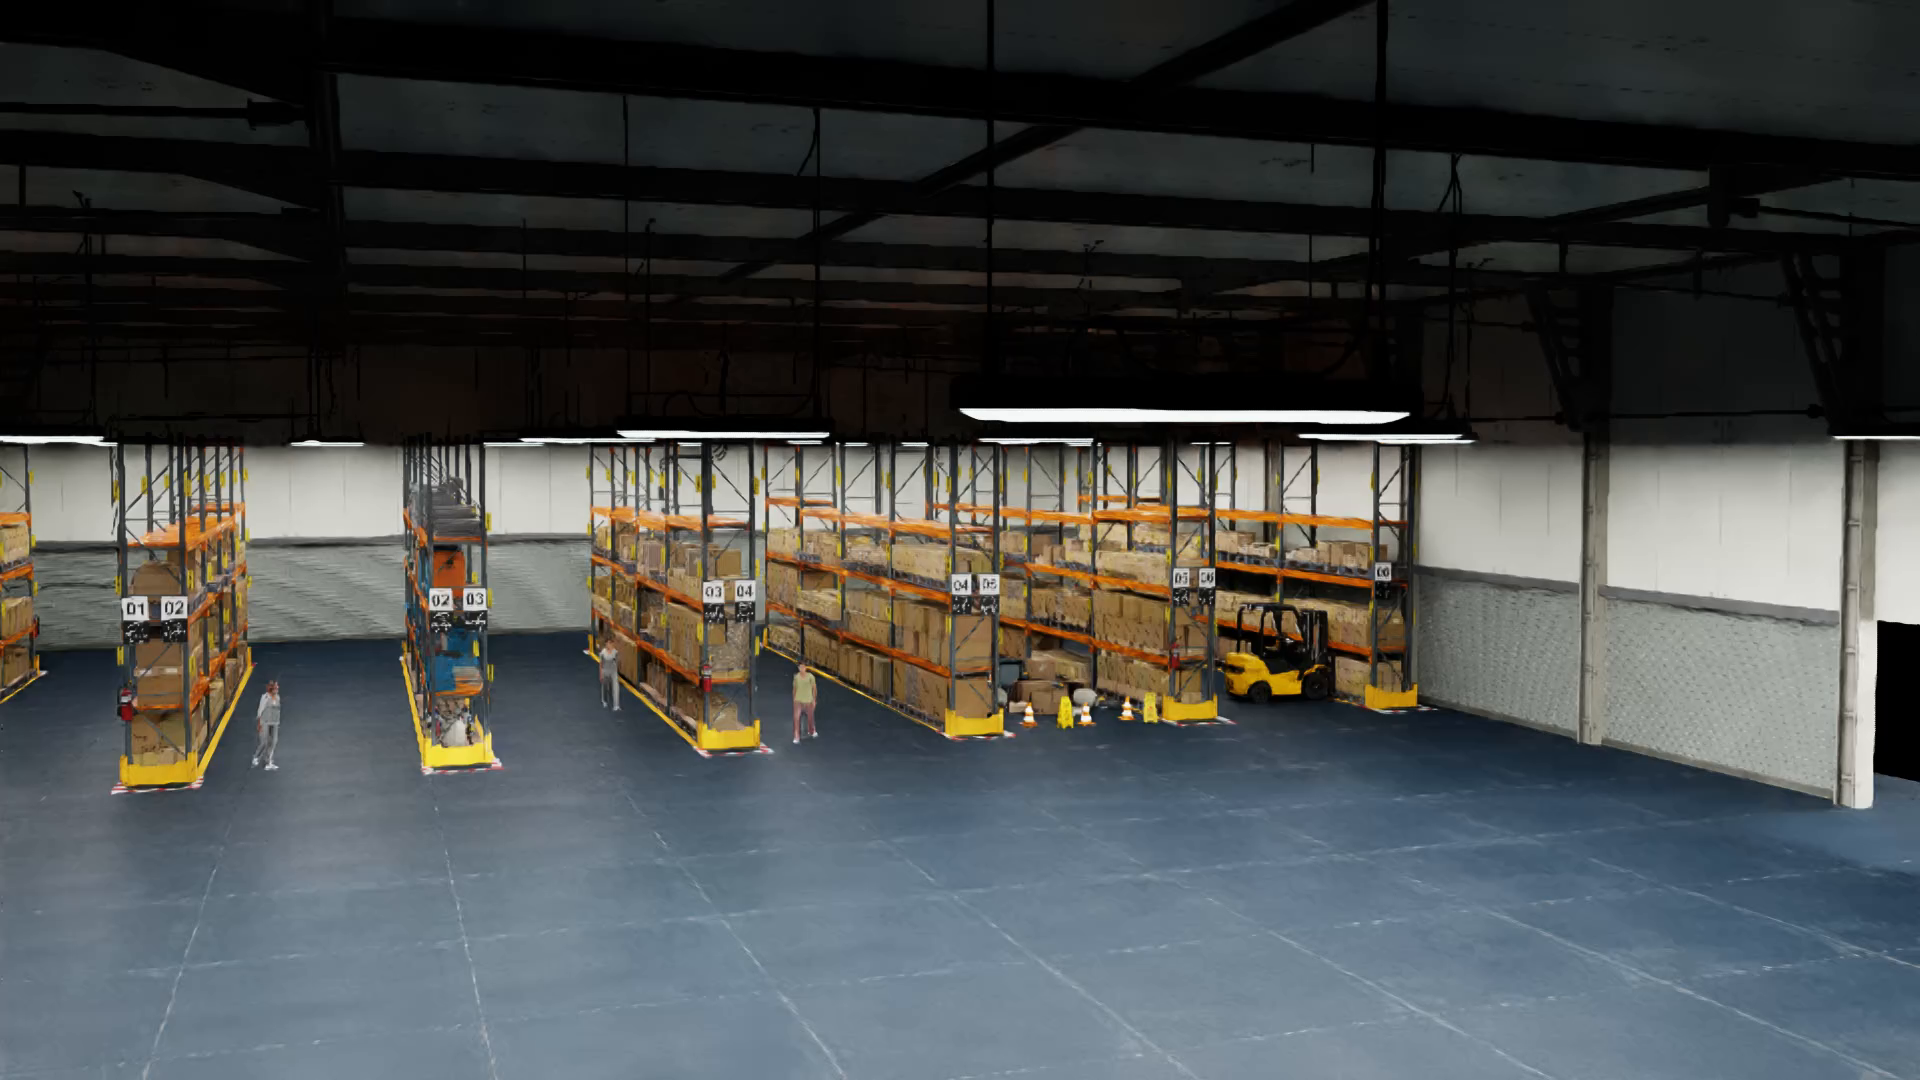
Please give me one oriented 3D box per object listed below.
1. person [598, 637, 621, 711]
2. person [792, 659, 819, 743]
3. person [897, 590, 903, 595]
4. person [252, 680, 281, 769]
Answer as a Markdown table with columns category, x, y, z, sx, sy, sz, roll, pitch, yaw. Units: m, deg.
| category | x | y | z | sx | sy | sz | roll | pitch | yaw |
| --- | --- | --- | --- | --- | --- | --- | --- | --- | --- |
| person | -7.649 | 2.903 | 36.226 | 0.446 | 1.590 | 1.110 | -1 | 3 | -18 |
| person | -3.028 | 3.117 | 32.418 | 0.482 | 1.608 | 0.949 | 0 | 3 | 0 |
| person | -1.705 | 2.267 | 46.605 | 0.592 | 1.718 | 0.645 | 0 | 3 | 0 |
| person | -12.376 | 3.292 | 29.659 | 0.492 | 1.580 | 0.469 | 2 | 4 | 32 |
